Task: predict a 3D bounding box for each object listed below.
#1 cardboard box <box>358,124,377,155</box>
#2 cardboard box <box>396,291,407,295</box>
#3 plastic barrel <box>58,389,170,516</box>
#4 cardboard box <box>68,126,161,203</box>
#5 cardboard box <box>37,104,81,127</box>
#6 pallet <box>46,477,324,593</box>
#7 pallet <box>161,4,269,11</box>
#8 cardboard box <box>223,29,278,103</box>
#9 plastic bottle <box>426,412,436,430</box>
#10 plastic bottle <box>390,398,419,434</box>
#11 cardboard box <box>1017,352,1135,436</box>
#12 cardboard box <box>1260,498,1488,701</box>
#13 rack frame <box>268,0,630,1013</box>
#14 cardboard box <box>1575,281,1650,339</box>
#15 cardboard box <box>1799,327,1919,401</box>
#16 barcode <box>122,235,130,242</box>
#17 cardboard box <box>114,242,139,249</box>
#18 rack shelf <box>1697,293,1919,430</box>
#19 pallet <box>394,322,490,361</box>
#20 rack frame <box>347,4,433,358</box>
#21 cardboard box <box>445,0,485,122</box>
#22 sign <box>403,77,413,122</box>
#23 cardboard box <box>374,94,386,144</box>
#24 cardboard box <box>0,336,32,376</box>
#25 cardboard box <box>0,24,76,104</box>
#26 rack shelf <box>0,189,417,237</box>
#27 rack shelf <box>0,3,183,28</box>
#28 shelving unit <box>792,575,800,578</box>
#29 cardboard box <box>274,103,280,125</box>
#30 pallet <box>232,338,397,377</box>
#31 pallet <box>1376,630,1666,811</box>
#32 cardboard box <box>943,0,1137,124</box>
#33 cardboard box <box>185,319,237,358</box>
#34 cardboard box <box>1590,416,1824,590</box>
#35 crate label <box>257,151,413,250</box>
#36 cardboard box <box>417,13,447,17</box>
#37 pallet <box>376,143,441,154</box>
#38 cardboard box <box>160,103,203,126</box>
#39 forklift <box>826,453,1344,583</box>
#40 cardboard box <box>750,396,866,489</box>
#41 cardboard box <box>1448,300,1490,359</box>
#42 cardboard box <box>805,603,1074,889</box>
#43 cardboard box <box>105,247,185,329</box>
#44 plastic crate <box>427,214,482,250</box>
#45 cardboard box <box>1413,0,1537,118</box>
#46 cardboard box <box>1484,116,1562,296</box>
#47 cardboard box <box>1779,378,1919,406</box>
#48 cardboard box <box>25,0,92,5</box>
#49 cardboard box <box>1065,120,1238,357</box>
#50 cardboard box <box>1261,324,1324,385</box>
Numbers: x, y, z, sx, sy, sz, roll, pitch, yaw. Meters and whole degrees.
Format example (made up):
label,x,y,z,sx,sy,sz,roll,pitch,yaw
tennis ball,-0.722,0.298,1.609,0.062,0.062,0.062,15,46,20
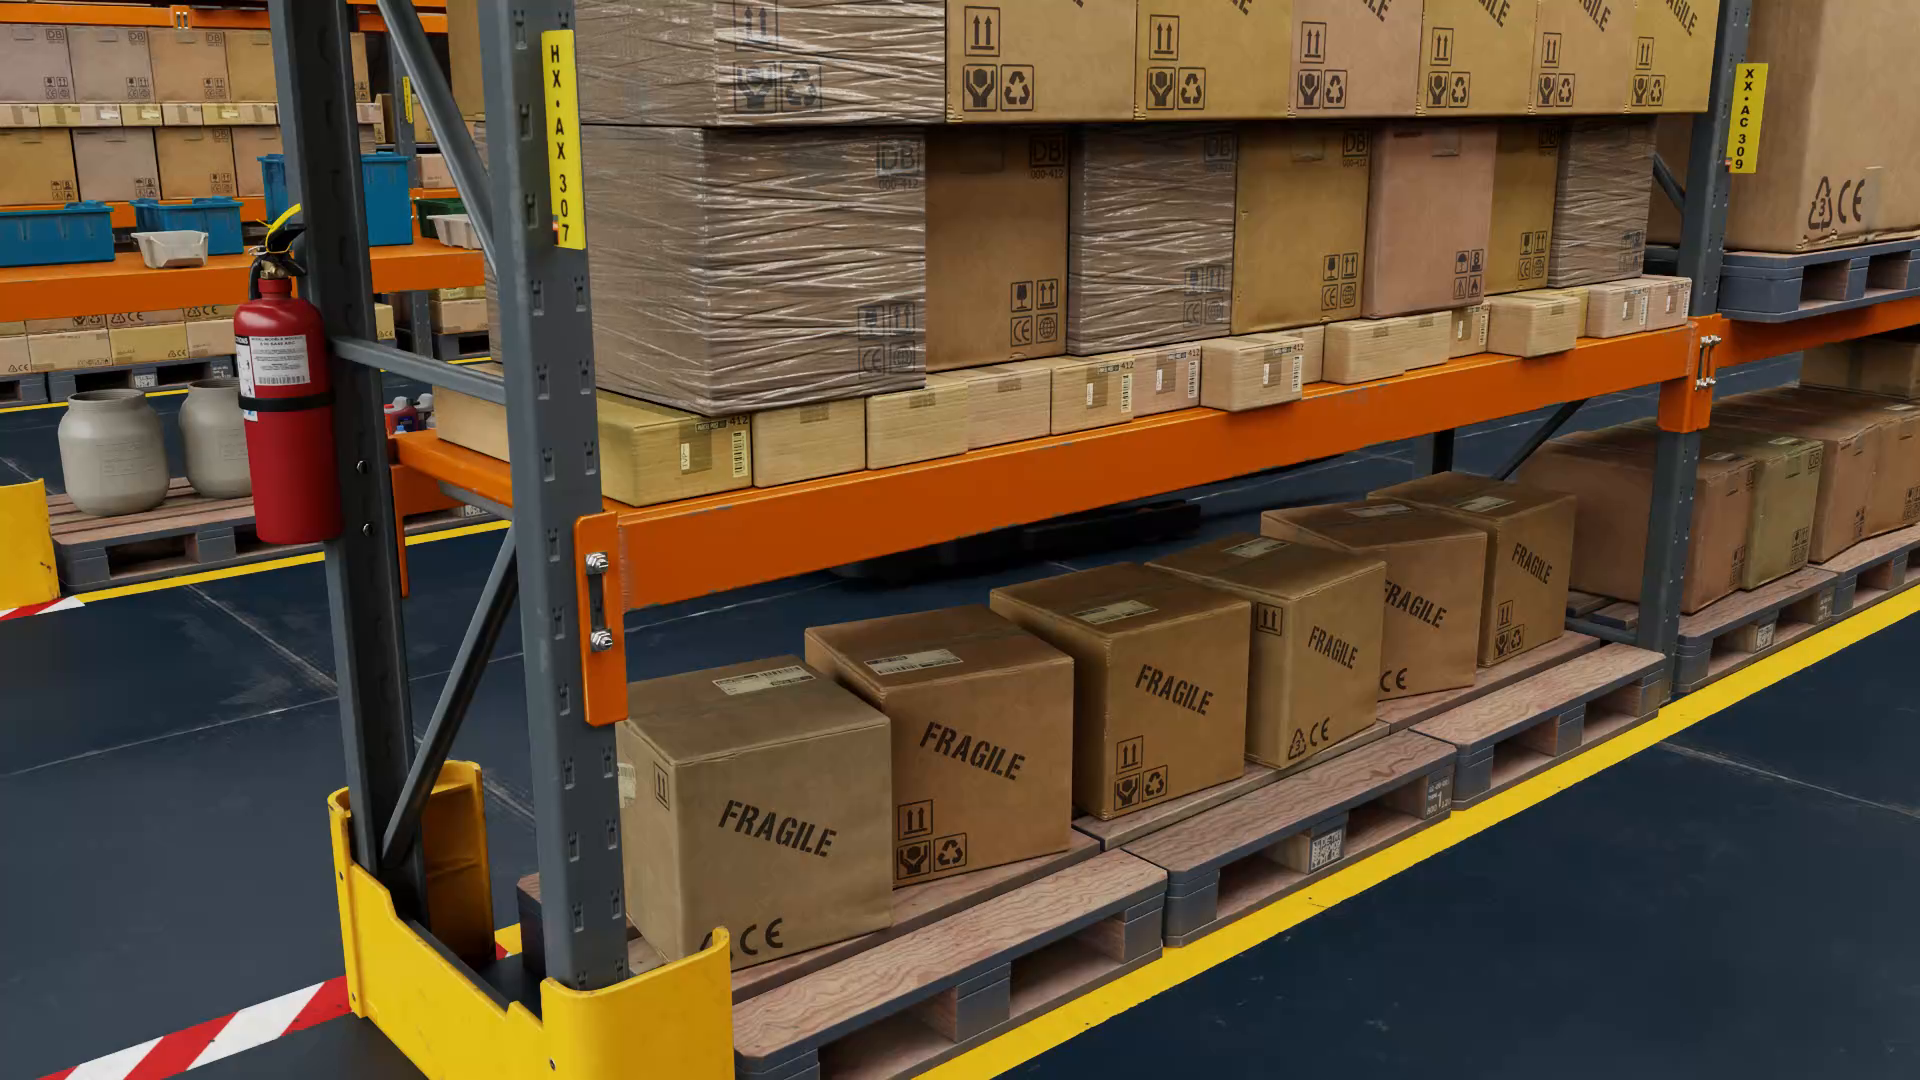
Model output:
label,x,y,z,sx,sy,sz,roll,pitch,yaw
cardboard box,-4.783,-2.882,12.532,0.500,0.500,0.700,-13,20,-41
cardboard box,-4.335,-2.179,13.525,0.500,0.311,0.500,-13,19,-39
plastic barrel,-3.775,-0.394,7.421,0.421,0.512,0.421,0,15,0
cardboard box,-5.943,-2.620,11.551,0.500,0.500,0.700,-12,19,-38
cardboard box,-6.062,-2.837,11.107,0.250,0.149,0.380,-13,20,-40
pallet,-3.578,-0.079,7.635,1.213,0.211,1.003,-13,19,-39
pallet,-7.171,-5.316,16.390,1.003,0.211,1.213,-13,19,-39
cardboard box,-5.163,-3.422,12.043,0.500,0.500,0.700,-13,20,-39
plastic bottle,-2.714,-0.564,8.619,0.097,0.201,0.097,0,15,0
plastic bottle,-2.845,-0.581,8.522,0.133,0.283,0.061,-13,19,-39
cardboard box,0.170,-0.349,3.730,0.250,0.149,0.380,-13,19,-39
cardboard box,1.293,0.183,5.283,0.500,0.500,0.500,-6,16,-22
rack frame,-0.970,-0.303,3.071,0.127,3.000,1.000,-13,19,-39
cardboard box,1.884,-0.725,5.138,0.250,0.149,0.380,-13,19,-39
cardboard box,4.186,-0.814,7.523,0.500,0.250,0.500,-10,18,-33
barcode,-8.272,-2.988,16.495,0.075,0.075,0.001,-13,19,-39
cardboard box,-6.138,-1.874,12.016,0.500,0.500,0.500,-13,19,-39
rack shelf,3.557,-0.972,6.969,4.000,0.370,1.077,-13,19,-39
pallet,-3.922,-1.695,13.686,1.213,0.211,1.003,-13,19,-39
rack frame,-4.452,-2.910,12.830,0.127,3.000,1.000,-13,19,-39
cardboard box,-0.717,-1.119,3.420,0.500,0.500,0.500,-13,19,-39
sign,-4.087,-3.258,12.305,0.005,0.325,0.100,-13,19,-39
cardboard box,-6.398,-4.425,17.456,0.500,0.500,0.700,-10,18,-32
cardboard box,-6.544,-1.239,11.092,0.500,0.250,0.500,-13,19,-39
cardboard box,-6.296,-3.168,11.091,0.500,0.500,0.700,-13,19,-39
rack shelf,-5.961,-2.223,11.655,4.000,0.370,1.077,-13,19,-39
rack shelf,-9.215,-4.636,14.876,4.000,0.370,1.077,-13,19,-39
shelving unit,-1.115,-0.554,6.918,0.755,1.500,0.431,-10,18,-32
cardboard box,-4.900,-3.097,12.082,0.250,0.149,0.380,-13,20,-41
pallet,-5.079,-1.436,12.717,1.213,0.211,1.003,-13,19,-39
pallet,1.565,0.487,5.516,1.213,0.211,1.003,-13,19,-39
cardboard box,0.006,-1.101,3.353,0.500,0.500,0.500,-13,19,-39
cardboard box,-5.410,-1.493,12.040,0.500,0.250,0.500,-13,19,-39
cardboard box,2.898,-0.162,6.536,0.500,0.500,0.700,-13,20,-40
crate label,-3.010,-1.649,8.041,0.616,0.435,0.502,-13,19,-39
cardboard box,-5.728,-5.858,17.818,0.637,0.503,0.797,-9,18,-32
pallet,-6.156,-4.115,17.715,1.213,0.211,1.003,-13,19,-39
cardboard box,-5.475,-2.969,11.601,0.250,0.149,0.380,-12,19,-38
forklift,0.527,-1.504,7.703,3.031,2.935,1.130,-10,18,-32
cardboard box,-0.397,-0.222,3.255,0.250,0.149,0.380,-13,19,-39
cardboard box,1.265,-0.614,4.721,0.250,0.149,0.380,-13,19,-39
cardboard box,-0.059,0.491,4.128,0.500,0.500,0.500,-7,17,-25
cardboard box,-5.786,-1.770,11.625,0.500,0.500,0.500,-13,19,-39
plastic crate,-2.262,-1.493,8.038,0.437,0.136,0.530,-13,19,-39
cardboard box,1.135,-1.356,4.307,0.500,0.500,0.500,-13,19,-39
cardboard box,1.268,-1.030,5.025,0.500,0.500,0.875,-13,19,-39
cardboard box,4.163,-0.449,7.610,0.700,0.500,0.500,14,20,42
cardboard box,-8.315,-5.164,15.224,0.500,0.500,0.500,14,20,42
cardboard box,0.167,-0.767,4.039,0.500,0.500,0.875,-13,19,-39
cardboard box,0.699,-0.487,4.247,0.250,0.149,0.380,-13,19,-39
